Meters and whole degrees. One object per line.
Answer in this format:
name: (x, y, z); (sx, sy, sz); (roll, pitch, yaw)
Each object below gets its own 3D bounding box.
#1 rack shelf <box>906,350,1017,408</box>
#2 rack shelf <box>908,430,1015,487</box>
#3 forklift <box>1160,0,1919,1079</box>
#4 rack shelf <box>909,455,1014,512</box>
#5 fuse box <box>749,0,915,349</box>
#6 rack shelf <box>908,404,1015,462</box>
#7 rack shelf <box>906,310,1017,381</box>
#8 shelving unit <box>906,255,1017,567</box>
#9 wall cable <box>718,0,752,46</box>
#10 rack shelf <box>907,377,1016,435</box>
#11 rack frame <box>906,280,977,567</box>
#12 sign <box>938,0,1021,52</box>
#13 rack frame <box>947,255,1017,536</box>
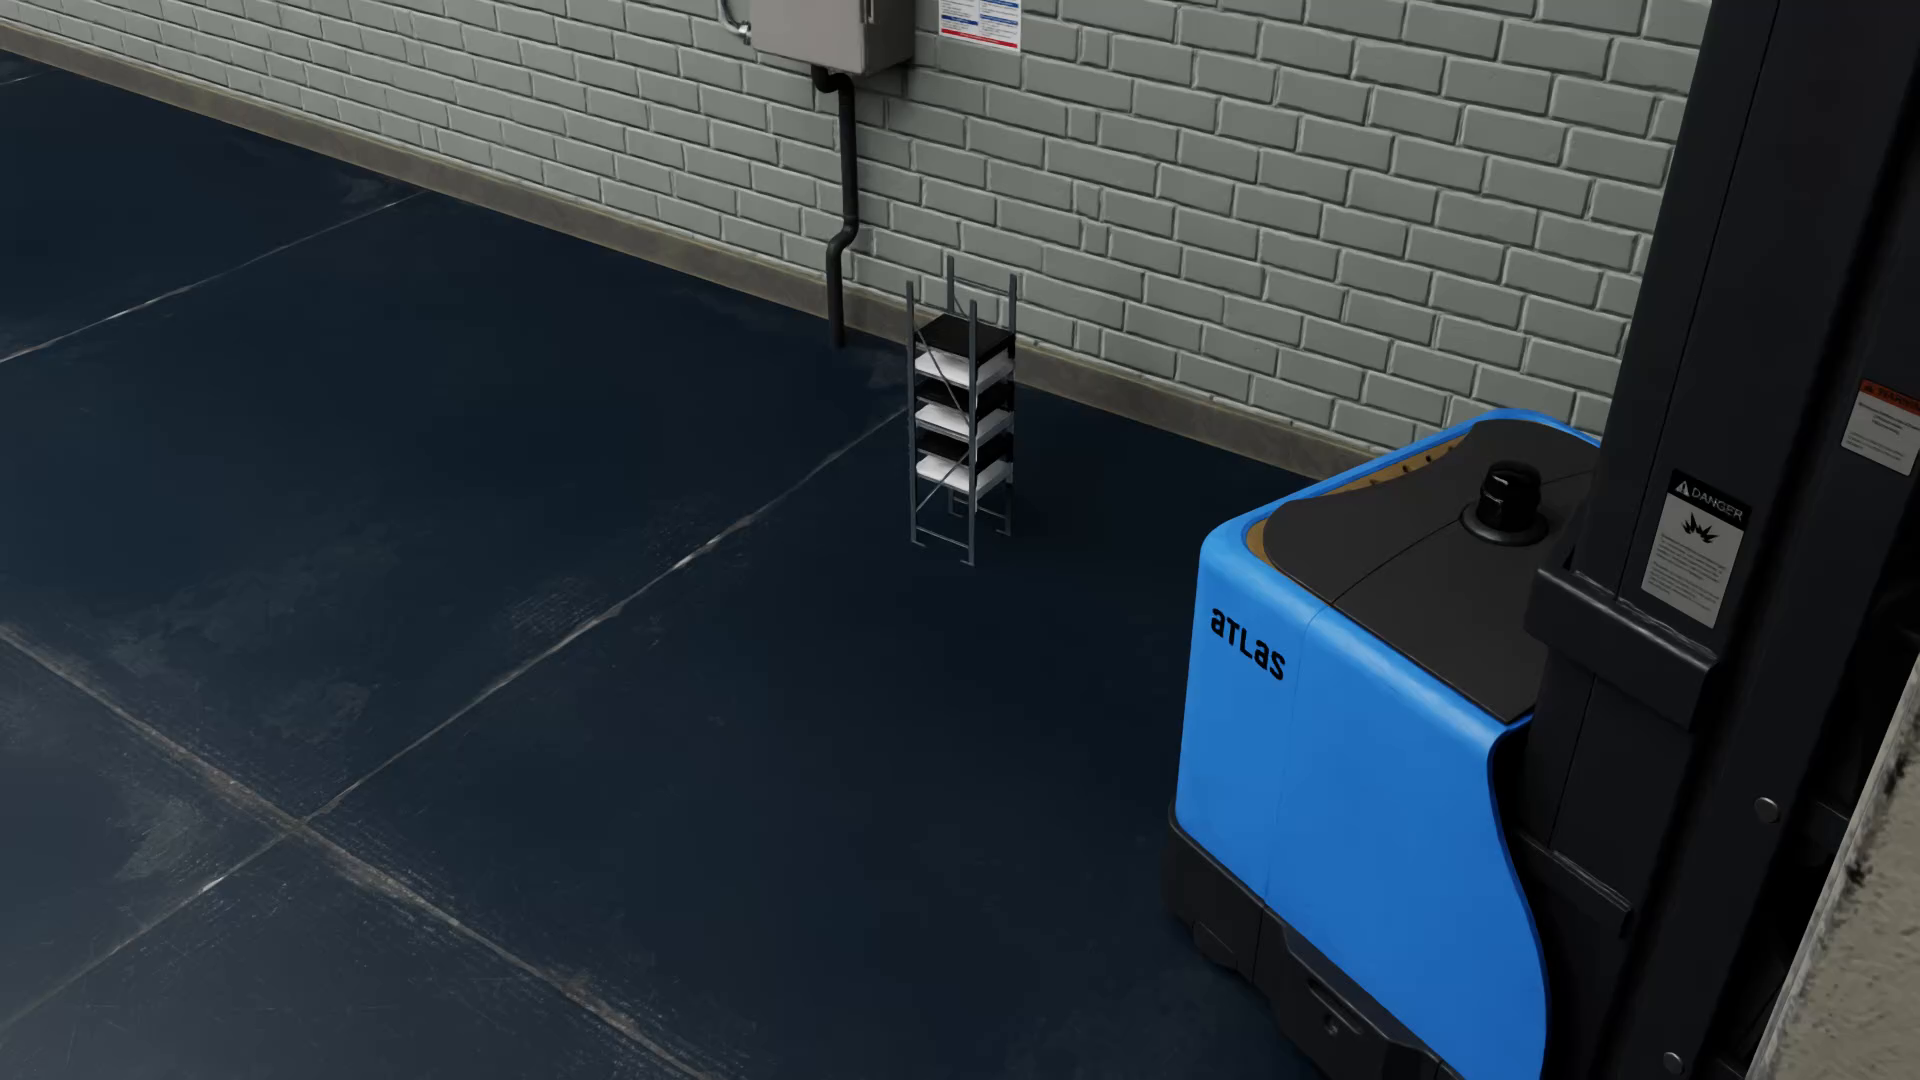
rack shelf: (0.005, -0.498, 4.921); (0.258, 0.077, 0.200); (21, 39, 28)
rack shelf: (0.005, -0.274, 5.073); (0.258, 0.077, 0.200); (21, 39, 28)
forklift: (1.722, 0.183, 2.363); (1.130, 2.935, 3.031); (-21, 39, -28)
rack shelf: (0.005, -0.200, 5.123); (0.258, 0.077, 0.200); (21, 39, 28)
fuse box: (-0.461, -1.429, 5.835); (0.539, 1.711, 0.414); (21, 39, 28)
rack shelf: (0.005, -0.349, 5.022); (0.258, 0.077, 0.200); (21, 39, 28)
rack shelf: (0.005, -0.573, 4.871); (0.258, 0.077, 0.200); (21, 39, 28)
shelving unit: (0.005, -0.376, 5.003); (0.258, 0.900, 0.210); (21, 39, 28)
wall cable: (-0.932, -2.674, 5.619); (0.588, 1.984, 0.122); (21, 39, 28)
rack shelf: (0.005, -0.423, 4.972); (0.258, 0.077, 0.200); (21, 39, 28)
rack frame: (-0.053, -0.330, 4.934); (0.240, 0.900, 0.006); (21, 39, 28)
sign: (0.063, -1.861, 5.408); (0.329, 0.494, 0.001); (21, 39, 28)
rack frame: (0.063, -0.423, 5.073); (0.240, 0.900, 0.006); (21, 39, 28)
